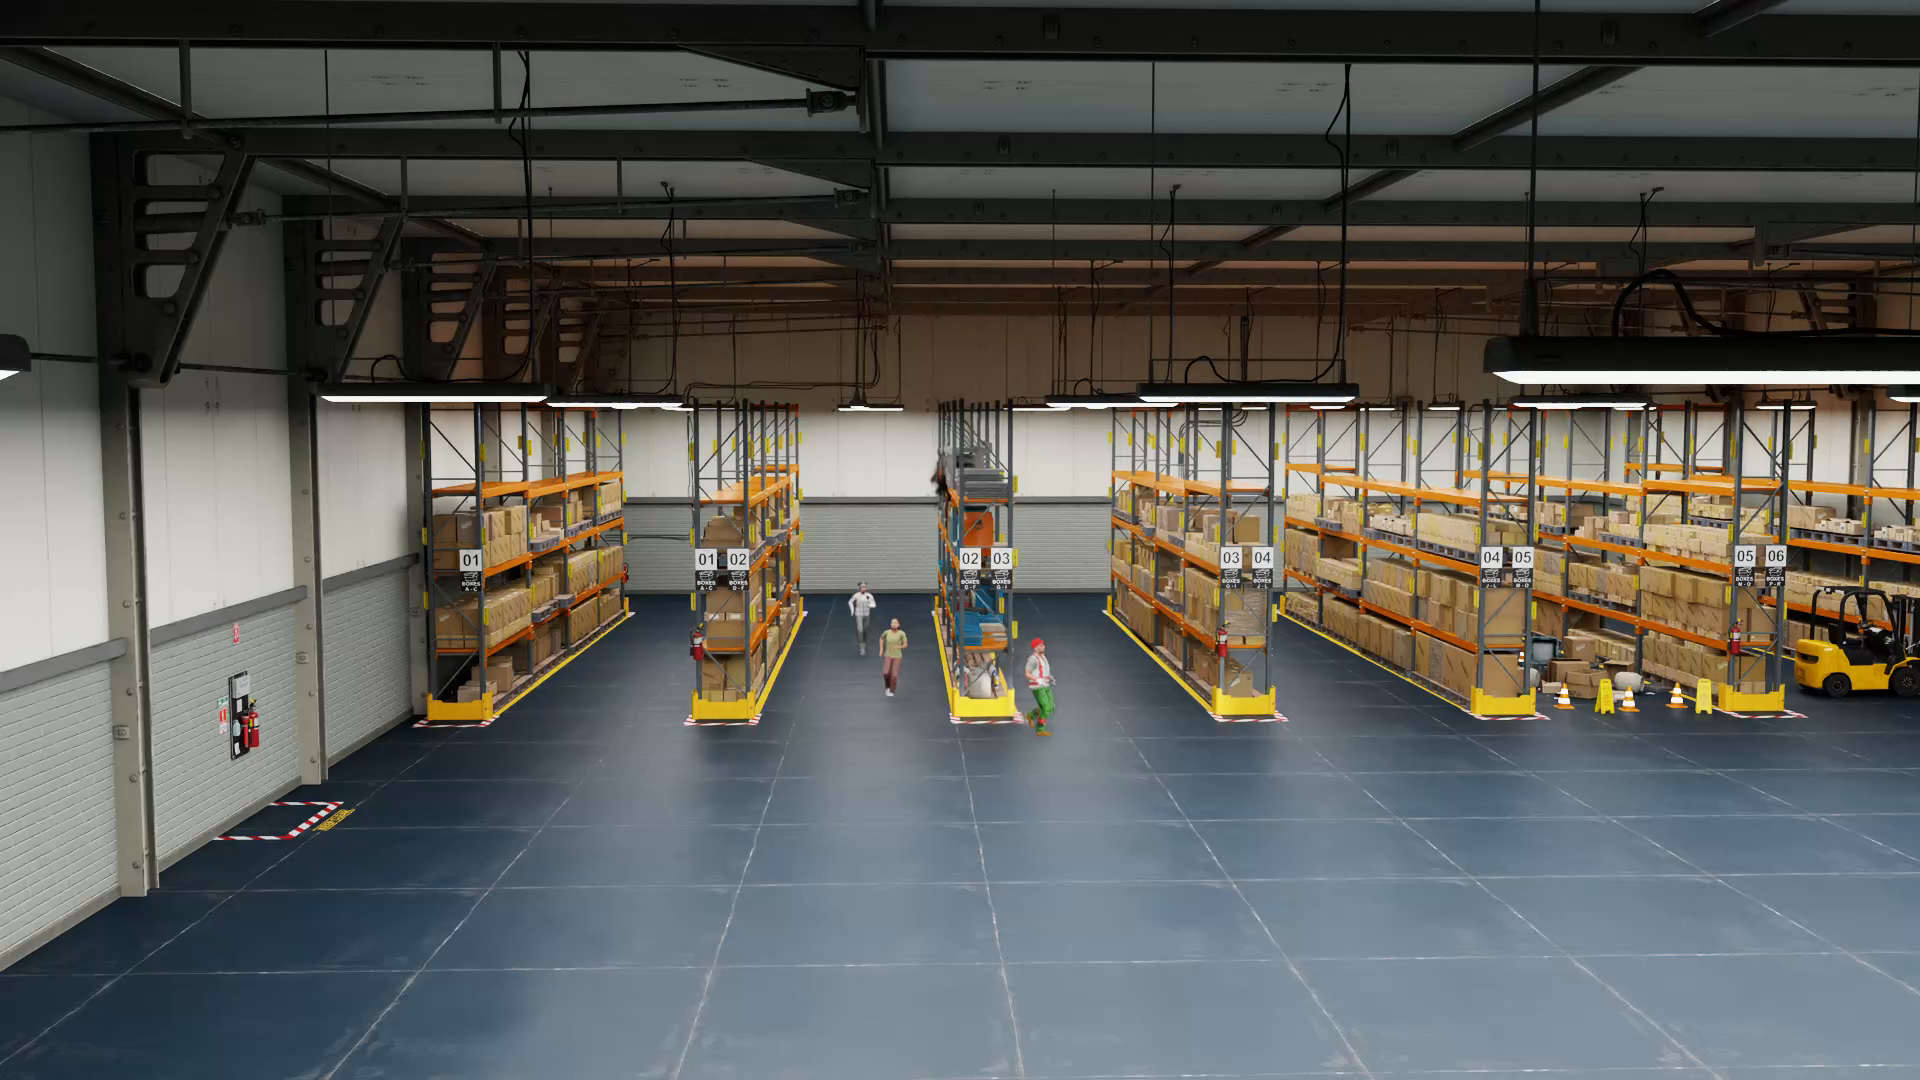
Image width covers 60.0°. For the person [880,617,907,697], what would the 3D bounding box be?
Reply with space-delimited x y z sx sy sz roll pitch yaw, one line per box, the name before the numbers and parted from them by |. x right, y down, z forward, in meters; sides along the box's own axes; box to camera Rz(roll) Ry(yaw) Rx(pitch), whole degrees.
person | -1.341 2.363 33.400 0.568 1.620 0.587 0 4 1

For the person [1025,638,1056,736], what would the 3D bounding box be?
person | 1.389 2.610 29.554 0.621 1.737 0.653 3 5 31

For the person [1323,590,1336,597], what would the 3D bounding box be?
person | 10.750 1.225 48.542 0.591 1.663 0.789 -4 6 -42

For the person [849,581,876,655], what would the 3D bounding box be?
person | -2.316 1.838 39.769 0.600 1.709 0.864 -1 4 -14
